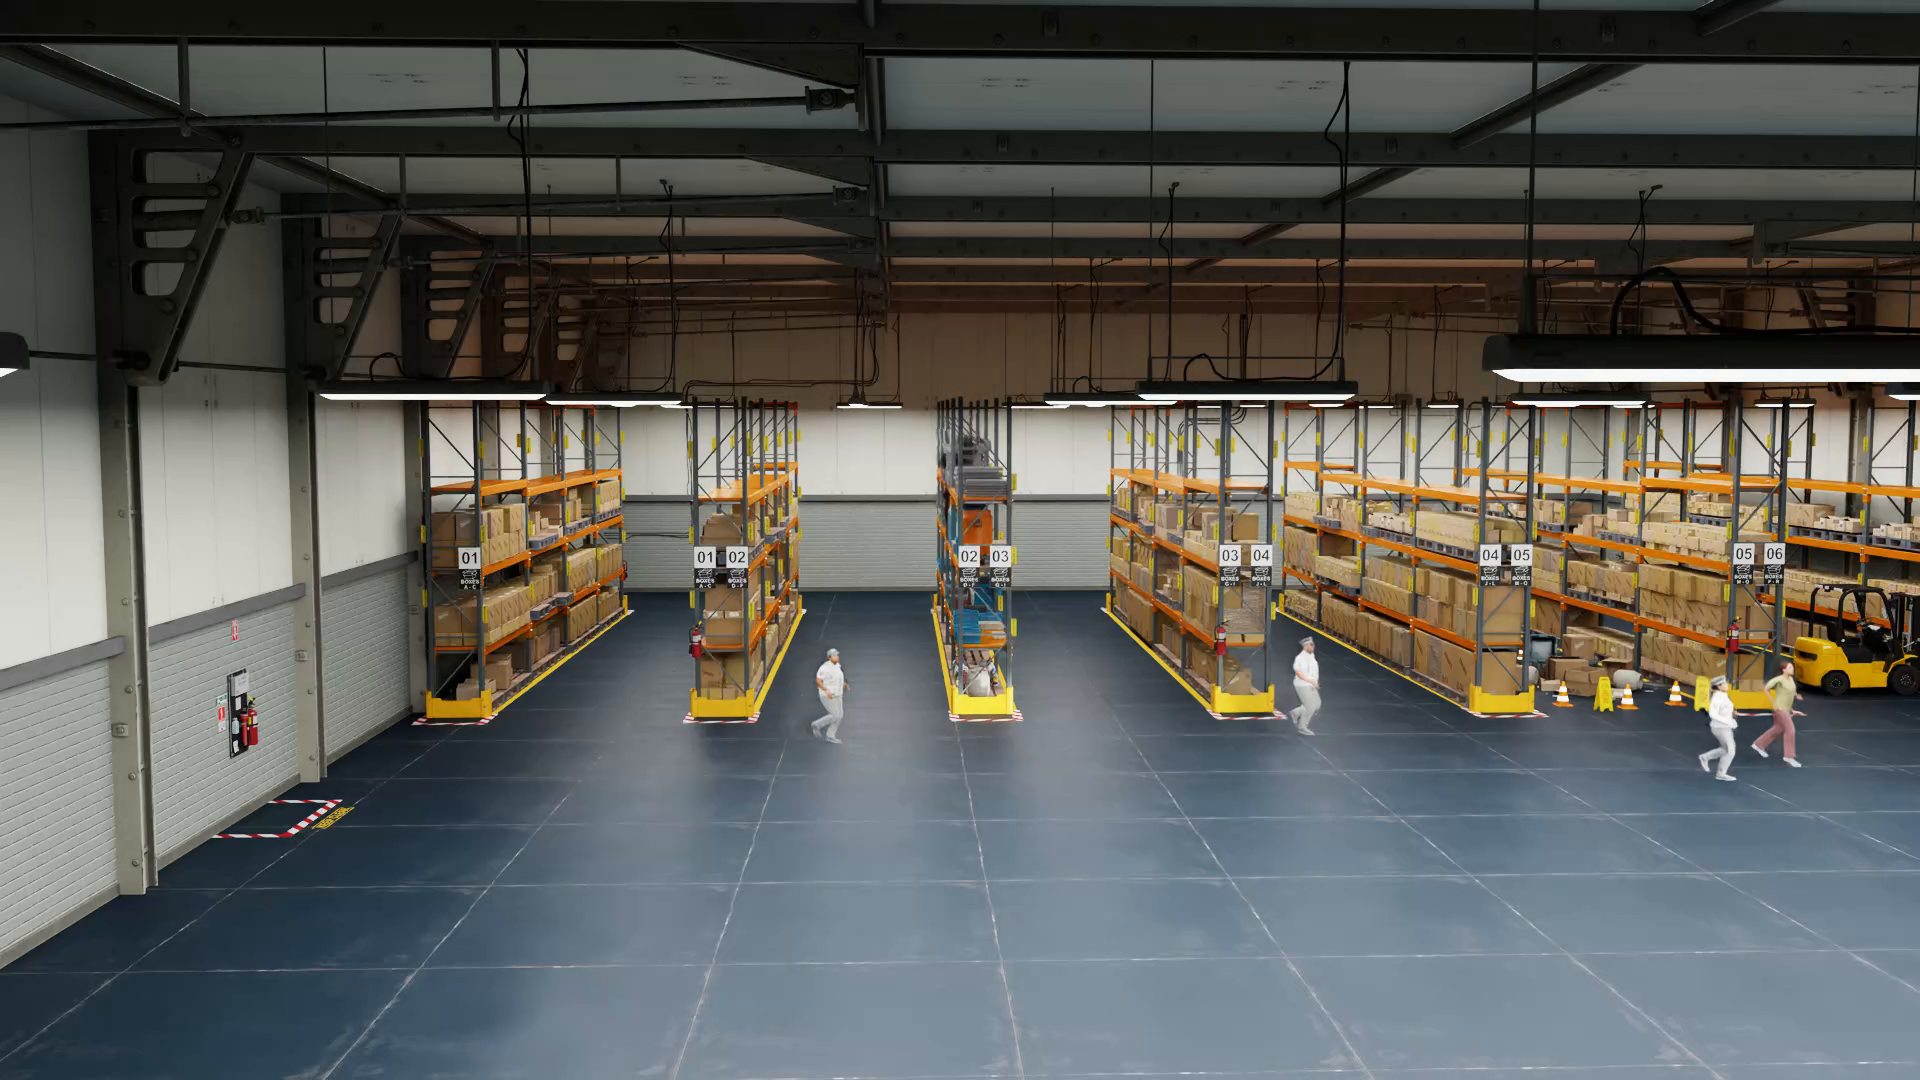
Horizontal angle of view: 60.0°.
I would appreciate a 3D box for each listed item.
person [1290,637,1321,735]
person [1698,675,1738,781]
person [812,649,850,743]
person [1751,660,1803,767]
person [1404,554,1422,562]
[{"bbox_3d":[6.148,2.578,29.613,0.624,1.751,0.700,3,5,34],"label":"person"},{"bbox_3d":[11.782,2.902,25.830,0.580,1.647,0.614,3,5,34],"label":"person"},{"bbox_3d":[-2.226,2.694,28.820,0.589,1.640,0.581,2,5,29],"label":"person"},{"bbox_3d":[13.348,2.799,27.094,0.572,1.683,0.840,-4,6,-42],"label":"person"},{"bbox_3d":[13.407,1.038,49.282,0.986,1.840,0.731,1,4,9],"label":"person"}]
